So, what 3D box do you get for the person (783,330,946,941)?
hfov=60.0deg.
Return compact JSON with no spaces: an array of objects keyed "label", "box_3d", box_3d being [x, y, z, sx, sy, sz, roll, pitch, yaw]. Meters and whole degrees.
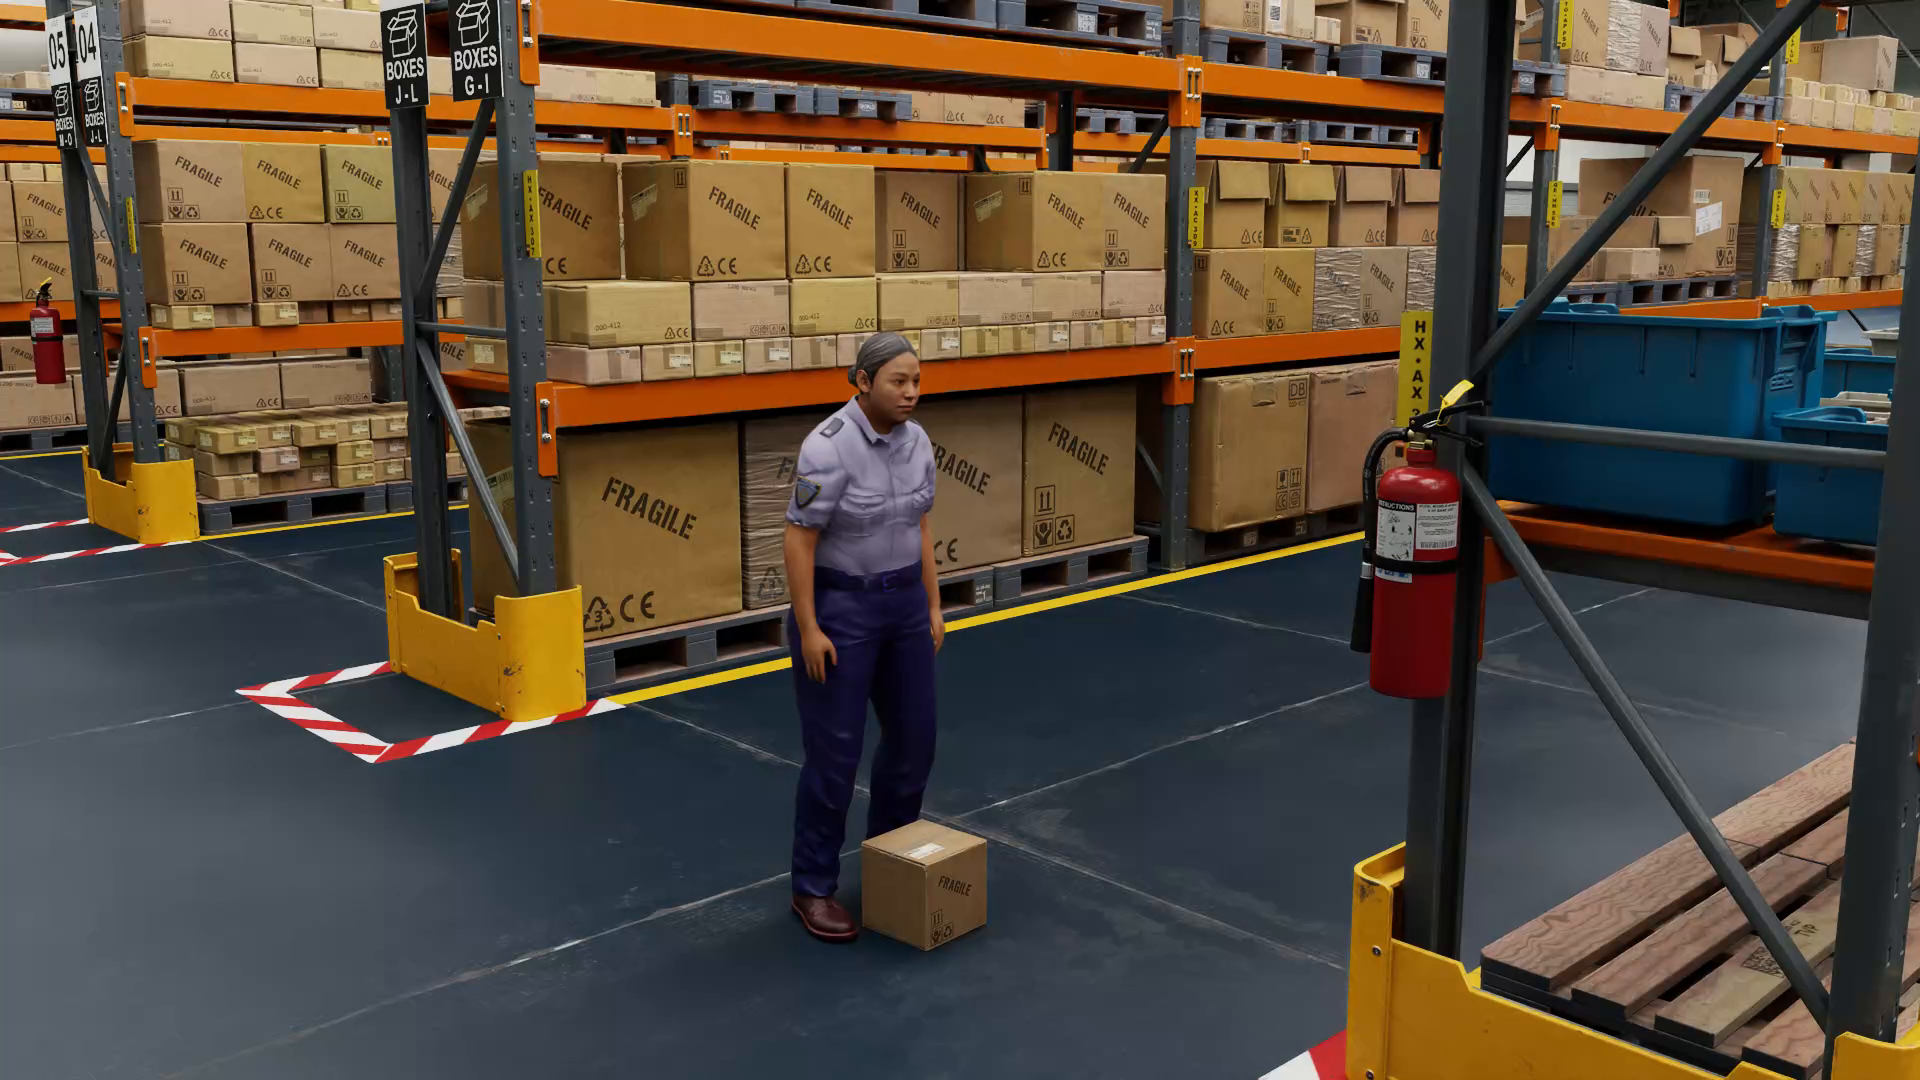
[{"label":"person","box_3d":[-0.267,0.246,4.677,0.550,1.637,0.367,-10,15,-44]}]
